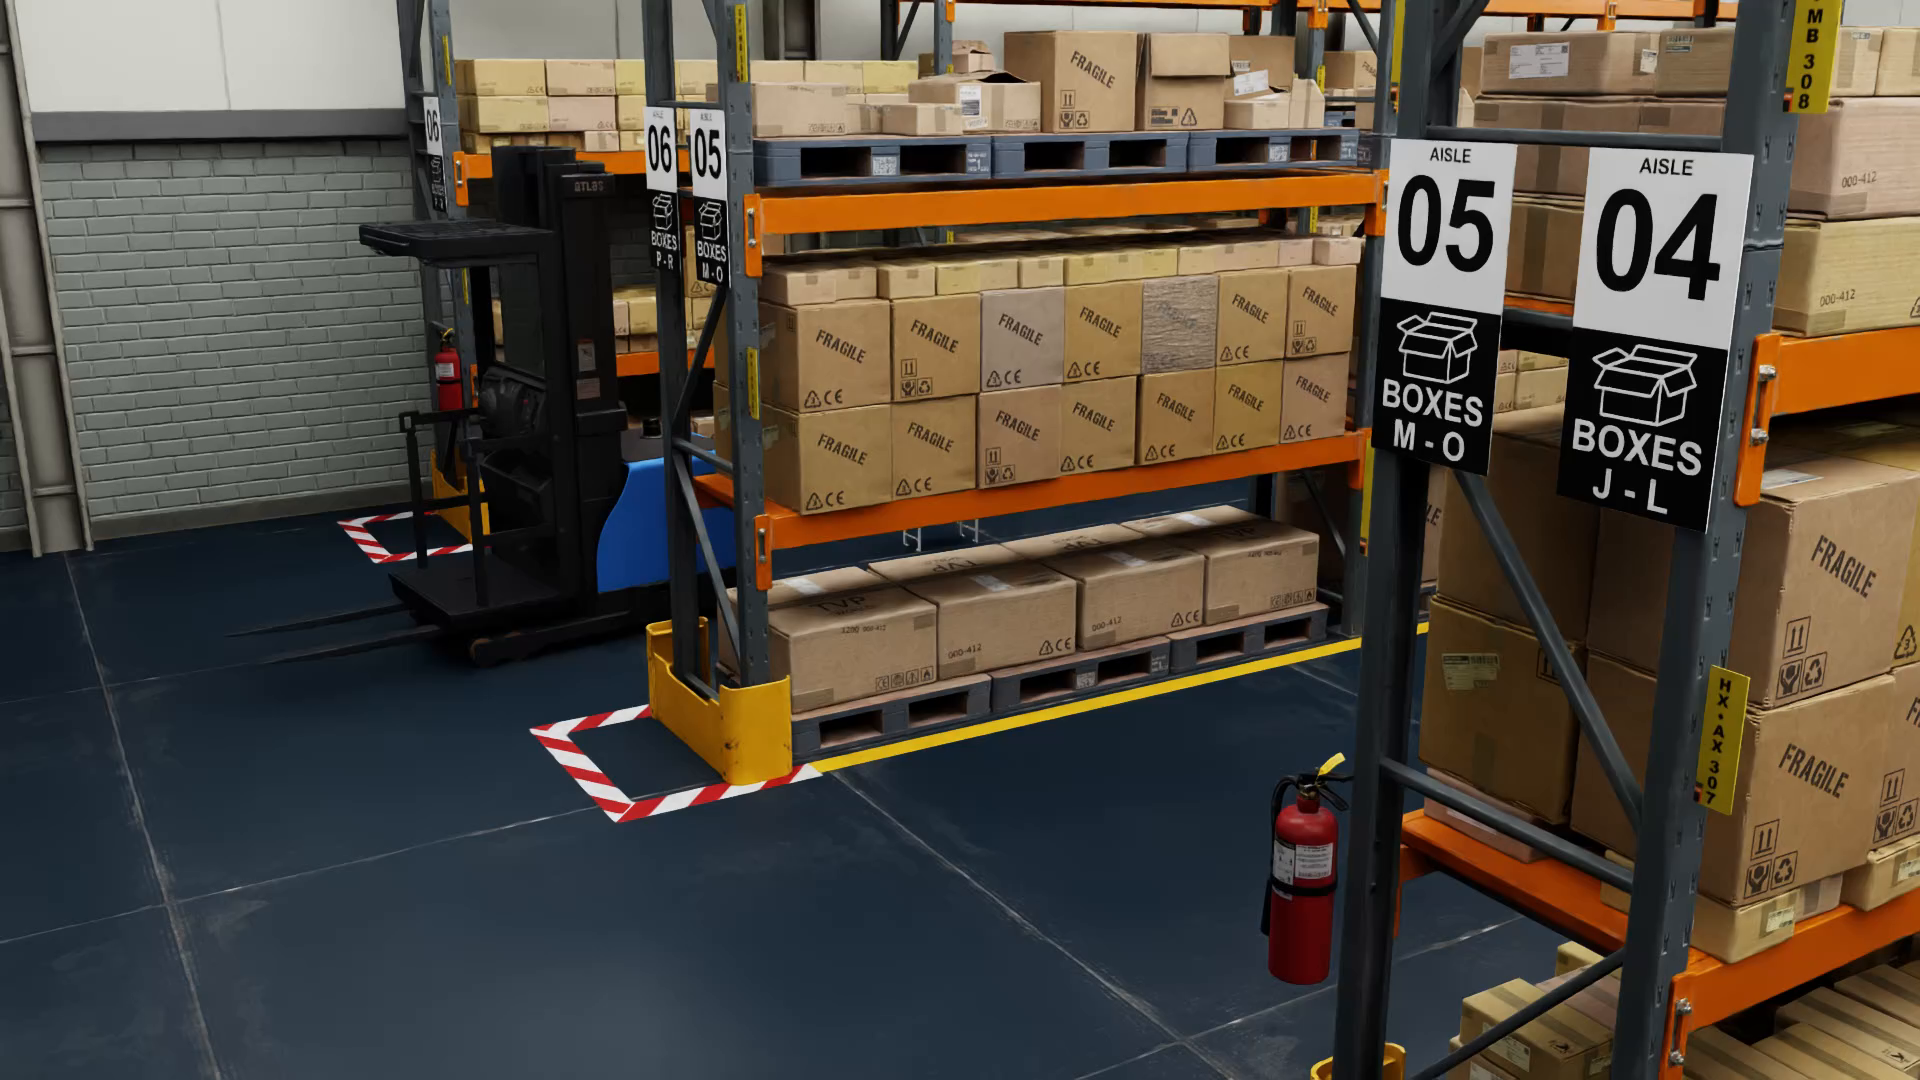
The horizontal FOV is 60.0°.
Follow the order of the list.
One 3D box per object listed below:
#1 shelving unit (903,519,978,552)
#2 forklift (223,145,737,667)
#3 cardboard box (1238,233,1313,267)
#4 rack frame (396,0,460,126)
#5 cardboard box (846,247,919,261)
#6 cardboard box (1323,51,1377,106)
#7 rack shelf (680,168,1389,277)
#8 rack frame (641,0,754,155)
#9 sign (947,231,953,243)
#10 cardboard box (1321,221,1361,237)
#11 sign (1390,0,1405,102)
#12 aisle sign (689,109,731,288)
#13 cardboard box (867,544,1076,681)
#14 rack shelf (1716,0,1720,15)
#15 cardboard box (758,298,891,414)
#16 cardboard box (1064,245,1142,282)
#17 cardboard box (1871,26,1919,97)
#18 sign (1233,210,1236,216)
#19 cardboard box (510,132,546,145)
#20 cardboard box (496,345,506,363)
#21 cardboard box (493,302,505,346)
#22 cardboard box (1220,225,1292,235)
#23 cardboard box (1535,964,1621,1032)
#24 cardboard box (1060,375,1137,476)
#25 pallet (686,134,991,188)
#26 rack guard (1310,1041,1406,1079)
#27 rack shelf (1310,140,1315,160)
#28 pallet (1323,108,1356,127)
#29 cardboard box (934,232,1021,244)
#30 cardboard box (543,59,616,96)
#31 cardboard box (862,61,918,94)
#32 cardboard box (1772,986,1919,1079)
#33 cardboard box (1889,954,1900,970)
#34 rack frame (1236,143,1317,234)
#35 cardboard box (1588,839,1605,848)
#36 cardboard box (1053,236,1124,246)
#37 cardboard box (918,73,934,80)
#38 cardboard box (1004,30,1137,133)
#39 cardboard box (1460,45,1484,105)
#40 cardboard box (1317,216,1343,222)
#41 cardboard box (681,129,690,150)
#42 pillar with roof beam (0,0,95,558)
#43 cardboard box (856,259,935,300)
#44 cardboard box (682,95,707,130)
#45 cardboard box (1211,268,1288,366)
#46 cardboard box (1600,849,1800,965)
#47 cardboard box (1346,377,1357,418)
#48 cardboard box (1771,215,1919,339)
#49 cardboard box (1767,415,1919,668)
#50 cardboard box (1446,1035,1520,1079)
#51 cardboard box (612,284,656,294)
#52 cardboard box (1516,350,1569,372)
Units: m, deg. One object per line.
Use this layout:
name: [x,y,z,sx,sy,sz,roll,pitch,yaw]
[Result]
shelving unit: [-0.142,-0.555,12.166,0.503,1.200,0.258,-9,18,-30]
forklift: [-2.867,-0.828,9.933,3.031,2.935,1.130,-12,19,-35]
cardboard box: [1.809,-1.668,9.564,0.250,0.149,0.380,-9,18,-28]
rack frame: [-3.798,-4.435,11.558,0.127,3.000,1.000,-9,18,-30]
cardboard box: [-0.413,-1.458,8.814,0.250,0.149,0.380,-9,18,-28]
cardboard box: [3.806,-4.445,16.004,0.500,0.500,0.500,-9,18,-29]
rack shelf: [0.476,-1.774,8.957,4.000,0.370,1.077,-9,18,-30]
rack frame: [-1.238,-3.287,7.463,0.127,3.000,1.000,-9,18,-30]
sign: [-0.083,-2.394,13.790,0.005,0.325,0.100,-9,18,-30]
cardboard box: [3.713,-3.032,16.282,0.250,0.149,0.380,-9,18,-29]
sign: [1.129,-1.269,4.181,0.005,0.325,0.100,-9,18,-30]
aisle sign: [-1.150,-1.573,7.647,0.004,0.787,0.394,-9,18,-30]
cardboard box: [0.056,0.389,9.432,0.875,0.438,0.875,-9,18,-28]
rack shelf: [7.334,-4.138,12.573,4.000,0.370,1.077,-9,18,-30]
cardboard box: [-0.680,-0.928,8.127,0.500,0.500,0.500,-10,18,-31]
cardboard box: [0.759,-1.479,8.889,0.250,0.149,0.380,-9,18,-30]
cardboard box: [2.020,-1.095,3.815,0.250,0.149,0.380,-8,18,-27]
sign: [2.771,-3.344,16.635,0.005,0.325,0.100,-9,18,-30]
cardboard box: [-3.193,-2.902,12.114,0.250,0.149,0.380,-9,18,-29]
cardboard box: [-3.374,-1.407,12.338,0.250,0.149,0.380,-9,18,-30]
cardboard box: [-3.270,-1.618,12.350,0.500,0.250,0.500,-9,18,-29]
cardboard box: [1.786,-1.812,10.078,0.250,0.149,0.380,-10,18,-31]
cardboard box: [1.966,1.463,5.034,0.250,0.149,0.380,-9,18,-29]
cardboard box: [0.607,-0.663,9.034,0.500,0.500,0.500,-9,18,-28]
pallet: [-0.608,-1.905,8.256,1.213,0.211,1.003,-9,18,-30]
rack guard: [1.463,1.926,4.612,0.348,0.500,1.175,-9,18,-30]
rack shelf: [1.346,-3.478,15.035,4.000,0.370,1.077,-9,18,-30]
pallet: [3.596,-4.126,16.366,1.003,0.211,1.213,-8,18,-27]
cardboard box: [0.161,-2.368,14.336,0.500,0.500,0.700,-9,18,-28]
cardboard box: [-2.842,-3.372,12.125,0.500,0.250,0.500,-9,18,-30]
cardboard box: [-0.677,-3.732,13.410,0.500,0.250,0.500,-9,18,-30]
cardboard box: [2.648,1.498,4.911,0.250,0.149,0.380,-10,19,-32]
cardboard box: [3.036,1.397,5.820,0.250,0.149,0.380,-9,18,-29]
rack frame: [3.060,-2.658,16.335,0.127,3.000,1.000,-9,18,-30]
cardboard box: [1.764,0.717,4.758,0.250,0.149,0.380,-9,18,-30]
cardboard box: [0.717,-1.623,9.403,0.250,0.149,0.380,-9,18,-30]
cardboard box: [-0.172,-3.888,14.115,0.250,0.149,0.380,-10,18,-30]
cardboard box: [0.567,-2.386,8.660,0.500,0.500,0.500,-9,18,-29]
cardboard box: [3.096,-2.704,9.979,0.500,0.500,0.500,-10,18,-31]
cardboard box: [3.655,-3.195,16.862,0.250,0.149,0.380,-9,18,-30]
cardboard box: [-2.040,-3.051,12.643,0.250,0.149,0.380,-9,18,-30]
pillar with roof beam: [-4.356,-3.272,7.412,0.400,9.000,9.100,-9,18,-30]
cardboard box: [-0.321,-1.288,8.207,0.250,0.149,0.380,-9,18,-28]
cardboard box: [-1.975,-3.281,12.726,0.500,0.250,0.500,-10,18,-31]
cardboard box: [1.489,-1.286,9.401,0.500,0.500,0.500,-10,18,-31]
cardboard box: [1.844,0.885,4.161,0.250,0.149,0.380,-9,18,-30]
cardboard box: [2.704,-0.882,10.277,0.500,0.250,0.500,-10,18,-31]
cardboard box: [1.914,-0.642,3.864,0.500,0.250,0.500,-8,18,-28]
cardboard box: [2.349,-0.012,4.307,0.500,0.500,0.500,-9,18,-28]
cardboard box: [1.703,1.621,5.022,0.250,0.149,0.380,-10,18,-31]
cardboard box: [-2.670,-1.881,13.291,0.500,0.250,0.500,-9,18,-28]
cardboard box: [3.592,-1.261,10.704,0.500,0.250,0.500,-9,18,-29]
